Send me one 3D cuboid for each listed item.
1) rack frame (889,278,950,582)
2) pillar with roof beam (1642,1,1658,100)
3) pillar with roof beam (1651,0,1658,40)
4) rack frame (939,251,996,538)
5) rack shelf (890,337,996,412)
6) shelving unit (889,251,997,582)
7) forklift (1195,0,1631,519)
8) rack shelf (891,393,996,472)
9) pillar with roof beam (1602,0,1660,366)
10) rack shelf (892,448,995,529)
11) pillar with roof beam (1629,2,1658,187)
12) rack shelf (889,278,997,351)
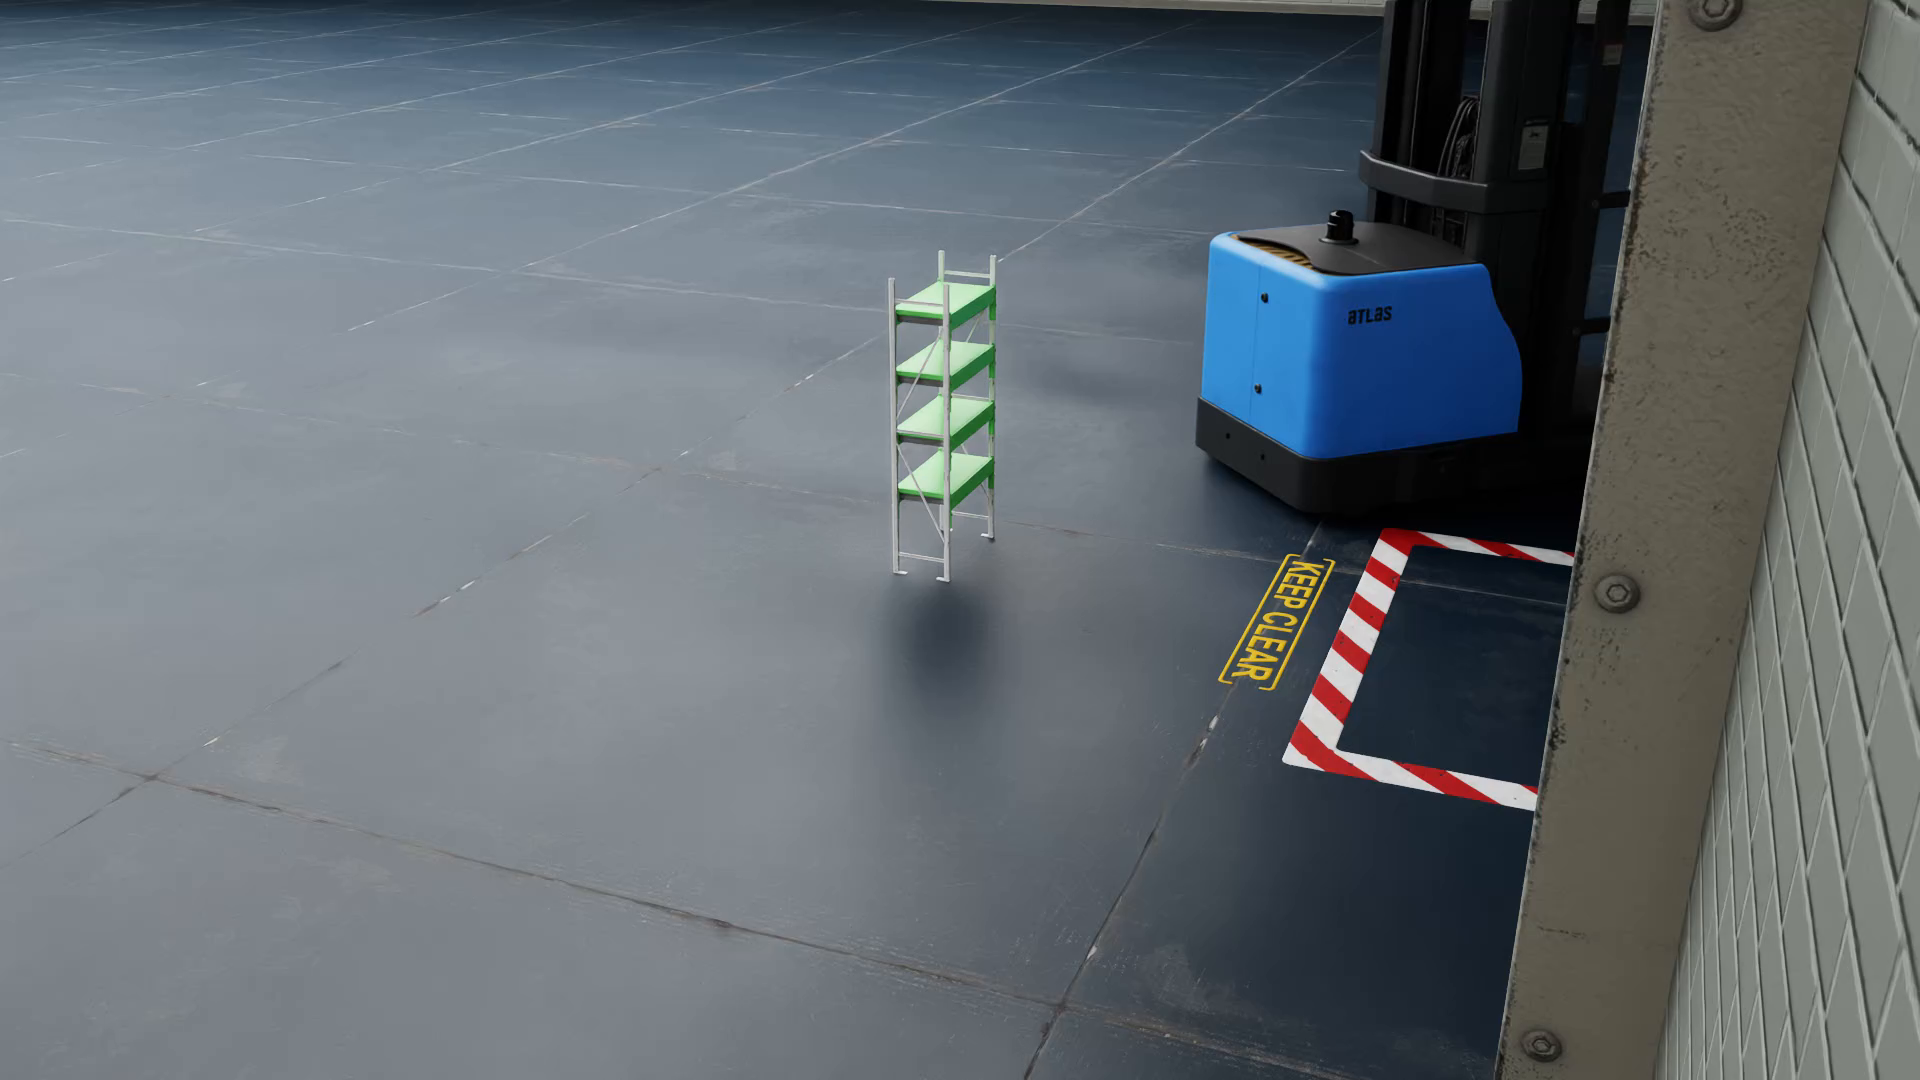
[{"bbox_3d":[-0.152,-0.407,6.403,0.240,1.200,0.015,9,24,20],"label":"rack frame"},{"bbox_3d":[4.044,-9.864,18.926,9.100,9.000,0.400,9,24,20],"label":"pillar with roof beam"},{"bbox_3d":[6.273,-12.012,24.066,9.100,9.000,0.400,9,24,20],"label":"pillar with roof beam"},{"bbox_3d":[0.029,-0.582,6.821,0.240,1.200,0.015,9,24,20],"label":"rack frame"},{"bbox_3d":[-0.061,-0.657,6.545,0.258,0.148,0.480,9,24,20],"label":"rack shelf"},{"bbox_3d":[-0.061,-0.494,6.612,0.258,1.200,0.503,9,24,20],"label":"shelving unit"},{"bbox_3d":[2.686,-1.788,7.464,3.031,2.935,1.130,-9,24,-20],"label":"forklift"},{"bbox_3d":[-0.061,-0.435,6.637,0.258,0.148,0.480,9,24,20],"label":"rack shelf"},{"bbox_3d":[-0.413,-5.570,8.645,9.100,9.000,0.400,9,24,20],"label":"pillar with roof beam"},{"bbox_3d":[-0.061,-0.214,6.730,0.258,0.148,0.480,9,24,20],"label":"rack shelf"},{"bbox_3d":[1.816,-7.717,13.786,9.100,9.000,0.400,9,24,20],"label":"pillar with roof beam"},{"bbox_3d":[-0.061,-0.878,6.452,0.258,0.148,0.480,9,24,20],"label":"rack shelf"}]
